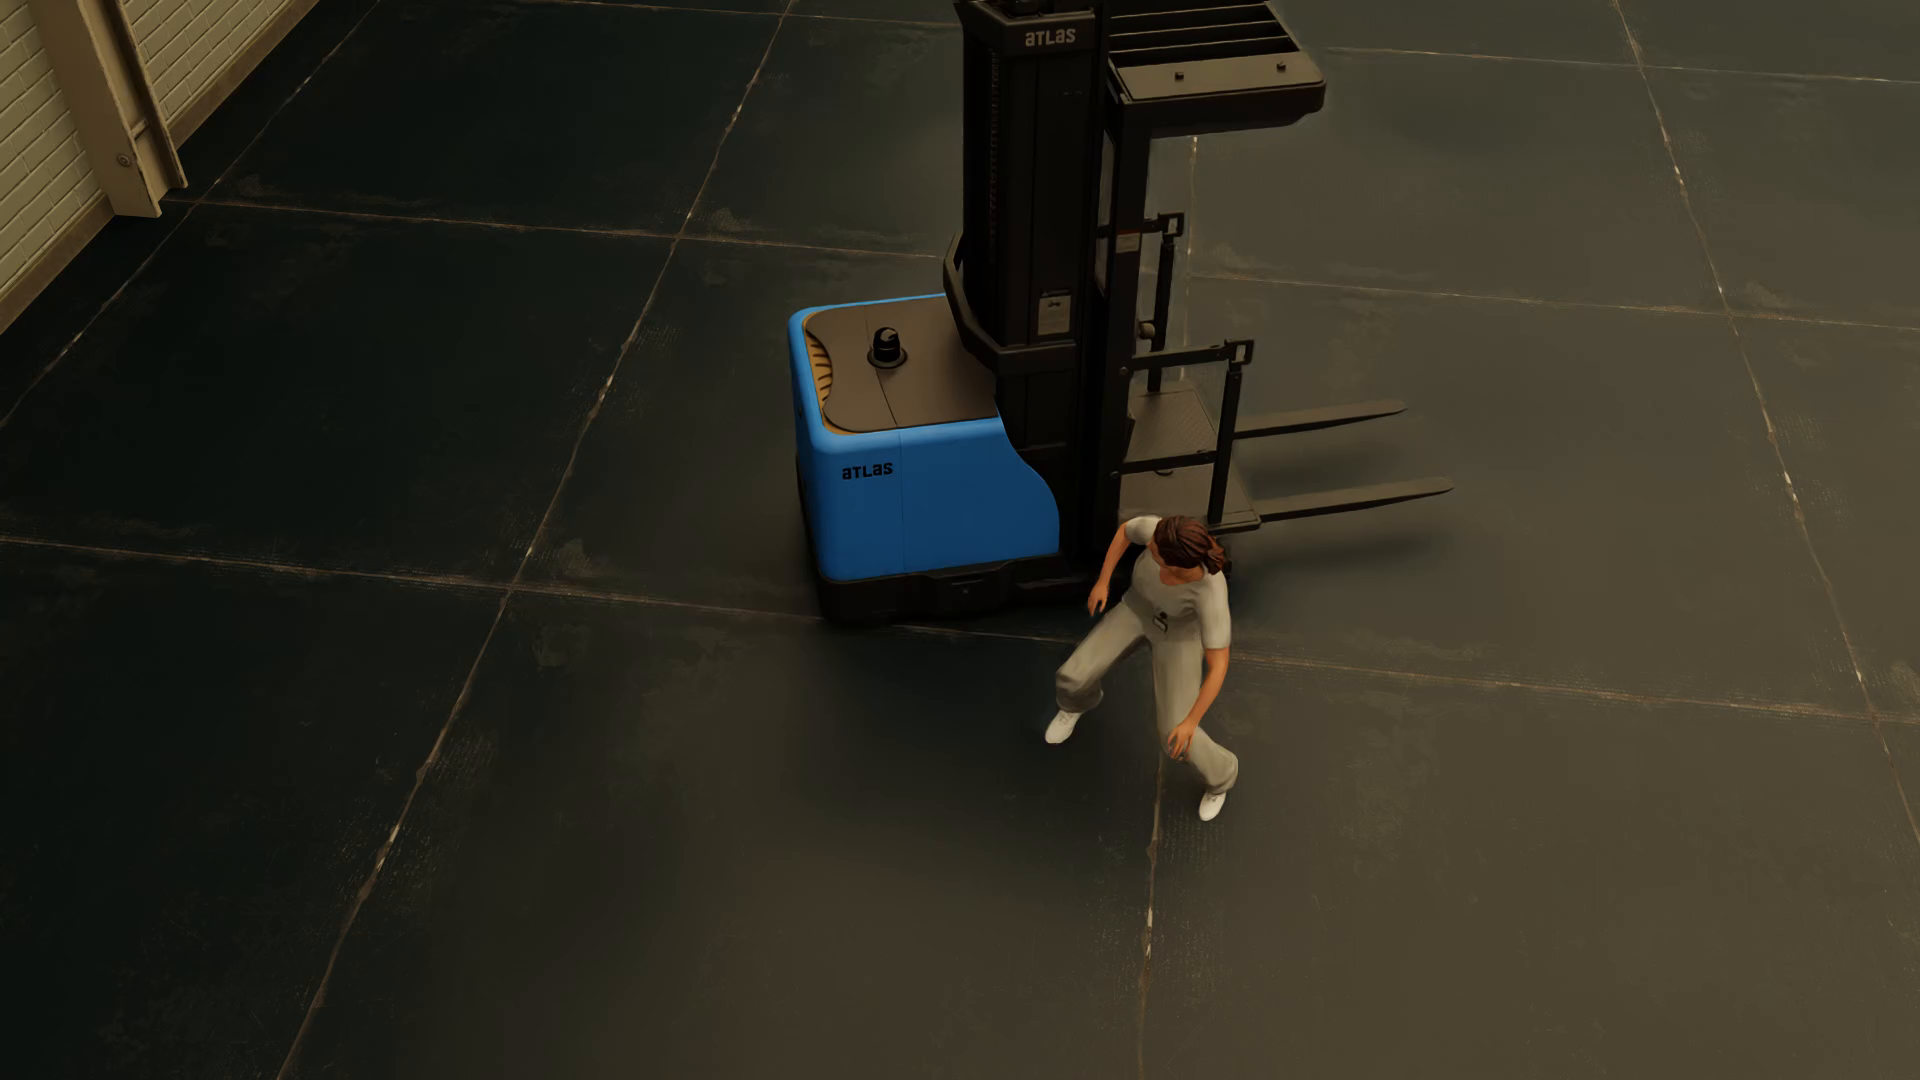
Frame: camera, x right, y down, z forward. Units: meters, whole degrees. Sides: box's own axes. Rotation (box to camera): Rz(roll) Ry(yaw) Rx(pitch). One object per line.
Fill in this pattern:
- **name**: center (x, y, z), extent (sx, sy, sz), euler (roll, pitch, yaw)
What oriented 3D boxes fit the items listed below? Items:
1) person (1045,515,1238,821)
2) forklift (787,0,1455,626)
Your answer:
- **person**: center (0.754, 0.428, 6.407), extent (0.765, 1.441, 0.600), euler (28, 49, 27)
- **forklift**: center (0.784, -1.191, 7.020), extent (3.031, 2.935, 1.130), euler (-7, 43, -8)
